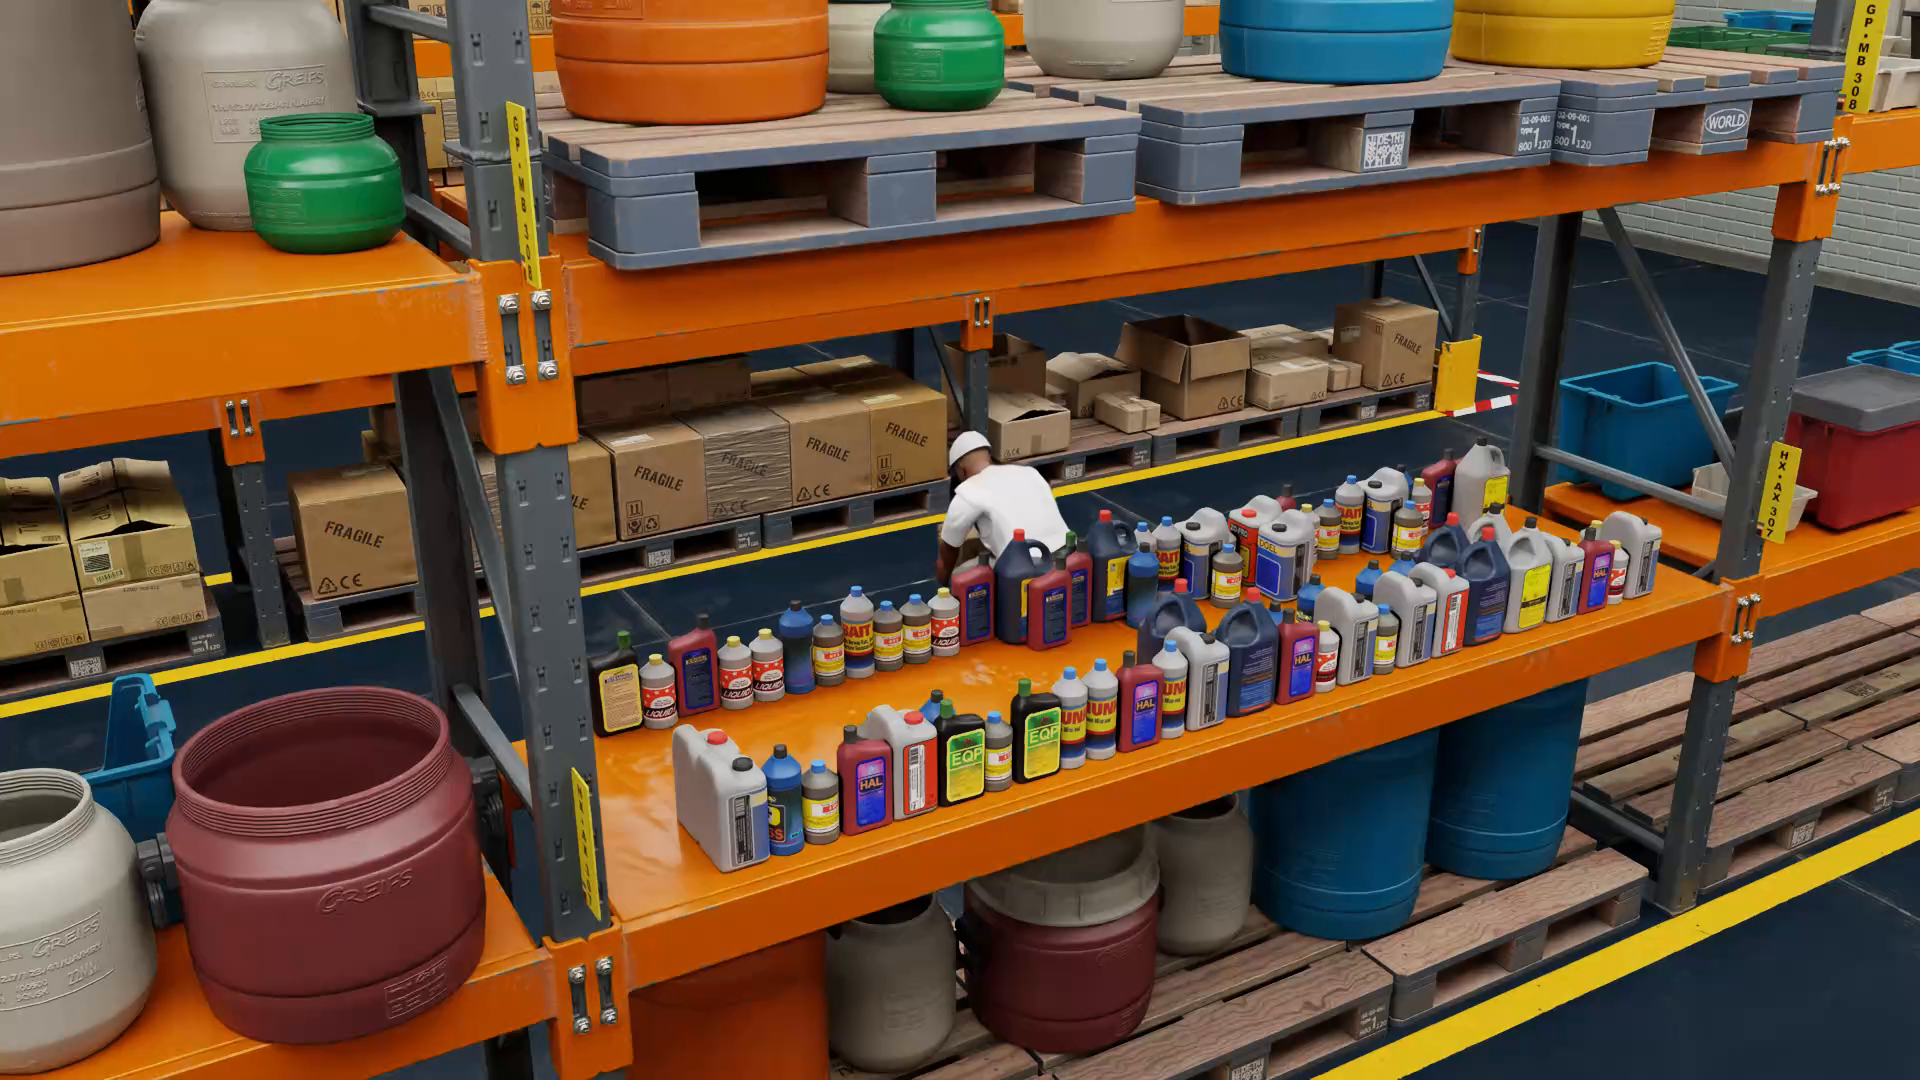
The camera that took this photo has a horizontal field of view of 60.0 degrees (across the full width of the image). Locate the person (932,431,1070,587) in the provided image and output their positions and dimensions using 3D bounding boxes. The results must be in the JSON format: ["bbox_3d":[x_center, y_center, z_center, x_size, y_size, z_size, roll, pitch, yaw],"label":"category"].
[{"bbox_3d":[0.212,0.006,8.093,0.584,0.998,0.880,-12,25,-28],"label":"person"}]
